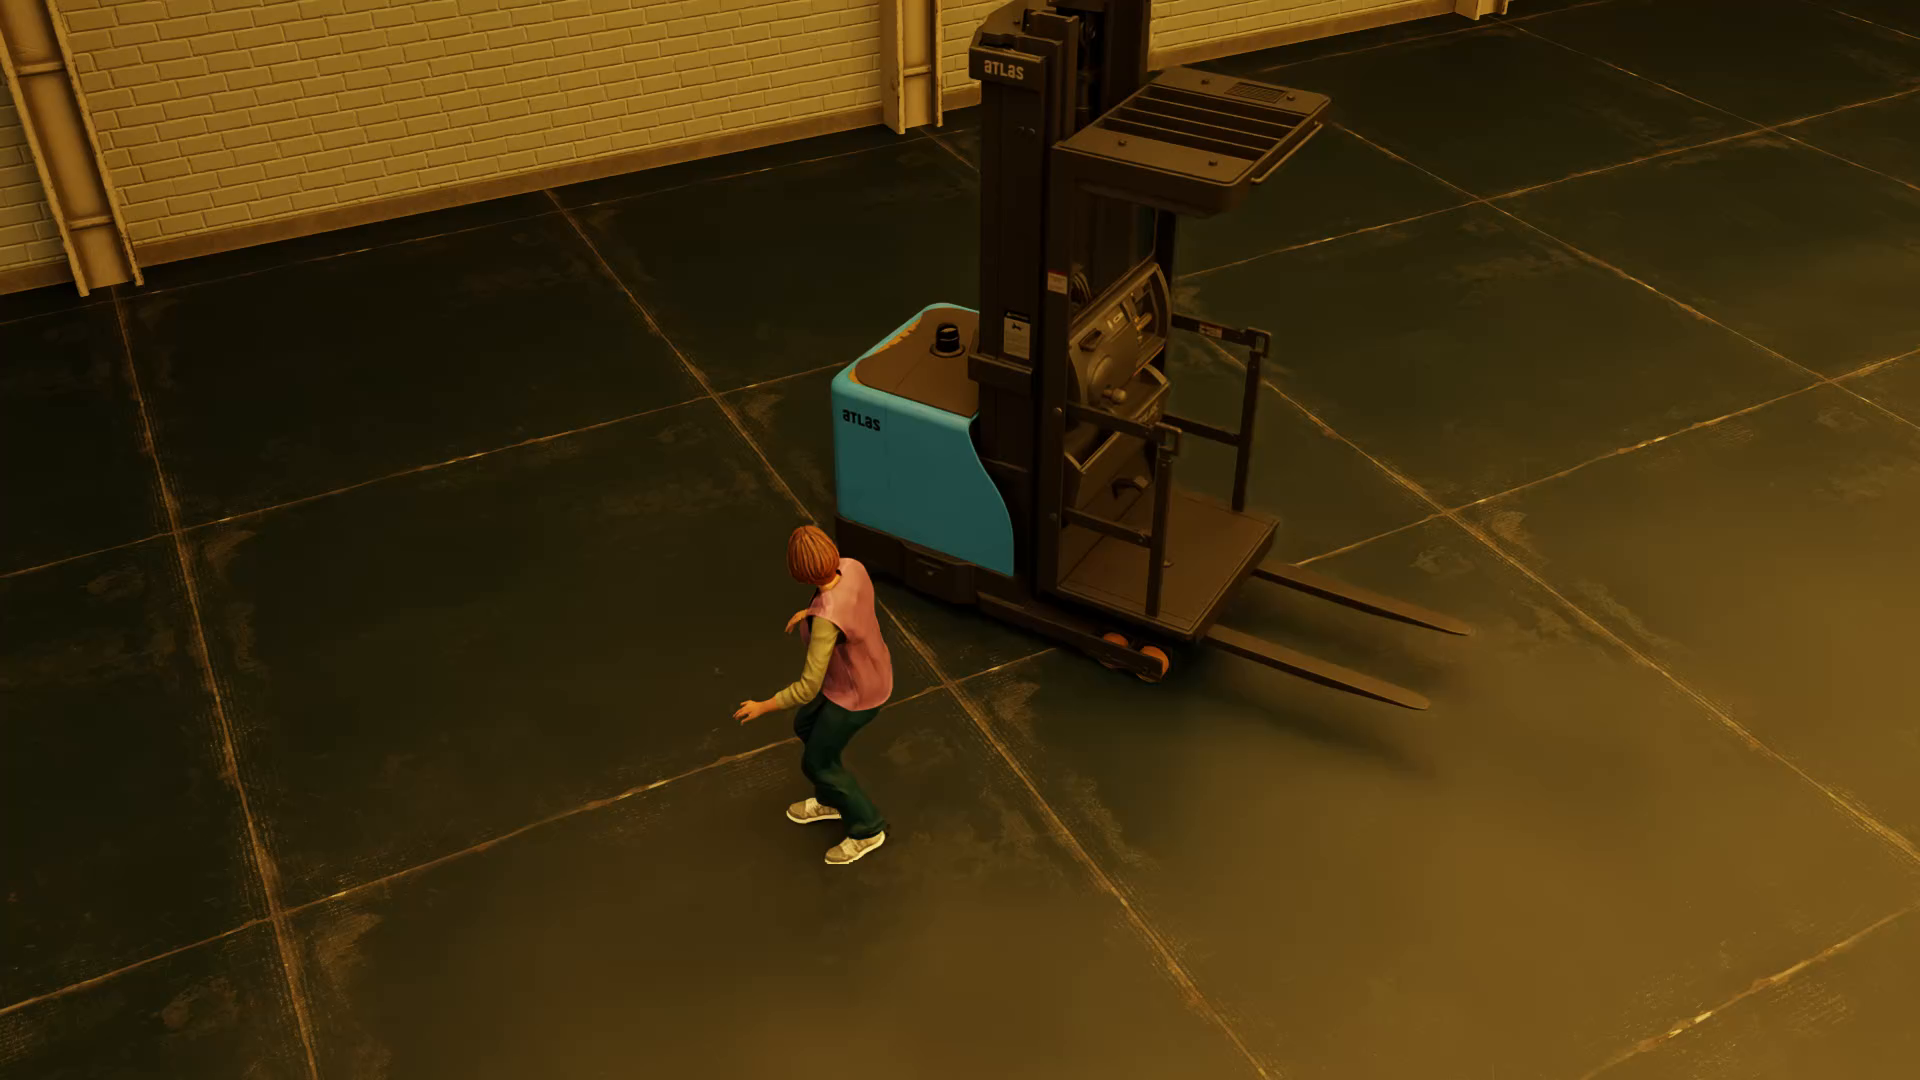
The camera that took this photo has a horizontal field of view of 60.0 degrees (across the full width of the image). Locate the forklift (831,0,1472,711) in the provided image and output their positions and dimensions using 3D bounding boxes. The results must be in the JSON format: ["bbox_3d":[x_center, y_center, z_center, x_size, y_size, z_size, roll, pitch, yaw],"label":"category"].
[{"bbox_3d":[0.899,-0.888,7.379,3.031,2.935,1.130,19,39,25],"label":"forklift"}]

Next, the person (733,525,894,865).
[{"bbox_3d":[-0.562,0.598,6.536,0.600,1.529,0.656,0,35,0],"label":"person"}]
